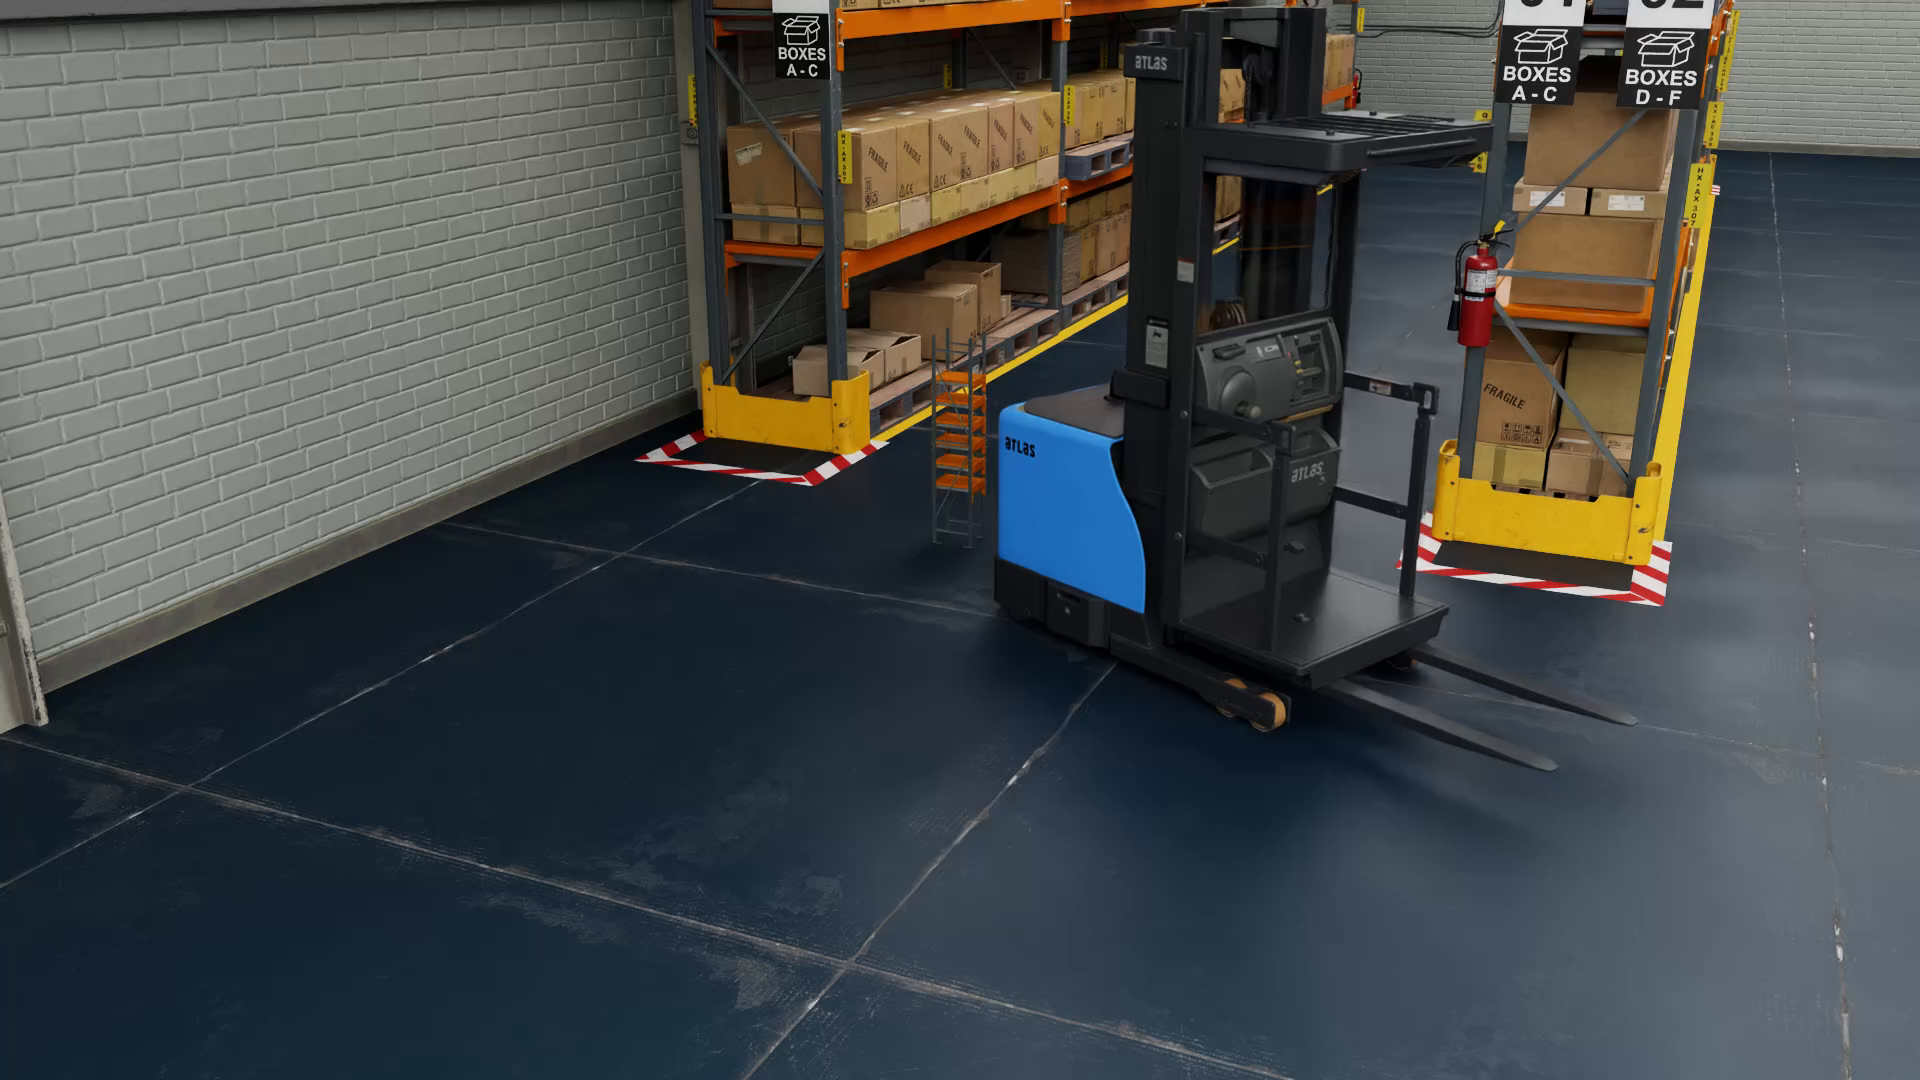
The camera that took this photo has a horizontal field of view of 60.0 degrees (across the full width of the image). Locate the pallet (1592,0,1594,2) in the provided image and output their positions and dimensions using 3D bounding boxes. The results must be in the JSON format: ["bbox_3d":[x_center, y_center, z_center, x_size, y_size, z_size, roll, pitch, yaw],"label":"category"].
[{"bbox_3d":[5.283,-4.223,12.677,0.805,0.209,1.217,8,21,21],"label":"pallet"}]

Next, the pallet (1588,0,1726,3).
[{"bbox_3d":[4.608,-3.736,11.153,1.003,0.211,1.213,9,21,23],"label":"pallet"}]

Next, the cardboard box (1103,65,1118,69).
[{"bbox_3d":[1.867,-4.639,17.232,0.700,0.500,0.500,6,20,16],"label":"cardboard box"}]

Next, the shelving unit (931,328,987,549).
[{"bbox_3d":[-0.006,-0.561,9.255,0.258,1.200,0.189,9,21,23],"label":"shelving unit"}]

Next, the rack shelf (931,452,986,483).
[{"bbox_3d":[-0.006,-0.406,9.310,0.258,0.103,0.180,9,21,23],"label":"rack shelf"}]

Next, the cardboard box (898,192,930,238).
[{"bbox_3d":[-0.536,-2.290,11.624,0.500,0.250,0.500,8,21,21],"label":"cardboard box"}]

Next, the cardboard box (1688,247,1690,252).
[{"bbox_3d":[6.166,-2.511,14.691,0.500,0.311,0.500,8,21,22],"label":"cardboard box"}]

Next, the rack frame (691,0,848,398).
[{"bbox_3d":[-1.225,-2.085,10.854,1.000,3.000,0.127,9,21,23],"label":"rack frame"}]

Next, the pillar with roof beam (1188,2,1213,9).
[{"bbox_3d":[7.114,-8.321,19.438,9.100,9.000,0.400,9,21,23],"label":"pillar with roof beam"}]

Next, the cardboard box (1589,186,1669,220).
[{"bbox_3d":[3.653,-1.849,9.074,0.380,0.149,0.250,8,21,22],"label":"cardboard box"}]

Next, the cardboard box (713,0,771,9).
[{"bbox_3d":[-1.285,-3.717,10.787,0.500,0.500,0.500,10,22,27],"label":"cardboard box"}]

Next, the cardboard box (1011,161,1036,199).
[{"bbox_3d":[0.284,-2.909,13.365,0.500,0.250,0.500,9,21,23],"label":"cardboard box"}]

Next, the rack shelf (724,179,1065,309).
[{"bbox_3d":[-0.406,-2.357,12.693,1.077,0.370,4.000,9,21,23],"label":"rack shelf"}]

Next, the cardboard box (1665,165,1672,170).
[{"bbox_3d":[4.074,-2.165,9.962,0.380,0.149,0.250,8,21,21],"label":"cardboard box"}]

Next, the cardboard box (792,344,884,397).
[{"bbox_3d":[-0.860,-1.224,11.790,0.500,0.311,0.500,6,20,17],"label":"cardboard box"}]

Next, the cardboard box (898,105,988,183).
[{"bbox_3d":[-0.126,-2.948,12.355,0.500,0.500,0.500,9,22,24],"label":"cardboard box"}]

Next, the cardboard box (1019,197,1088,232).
[{"bbox_3d":[0.876,-3.053,15.530,0.500,0.250,0.500,8,21,22],"label":"cardboard box"}]

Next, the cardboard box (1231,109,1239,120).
[{"bbox_3d":[3.015,-4.960,19.285,0.380,0.149,0.250,9,21,23],"label":"cardboard box"}]

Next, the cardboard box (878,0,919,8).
[{"bbox_3d":[-0.608,-3.782,10.970,0.500,0.500,0.500,10,22,26],"label":"cardboard box"}]

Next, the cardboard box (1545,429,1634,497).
[{"bbox_3d":[3.718,-0.442,9.711,0.500,0.250,0.500,9,21,23],"label":"cardboard box"}]

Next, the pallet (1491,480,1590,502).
[{"bbox_3d":[3.571,-0.332,10.086,1.003,0.211,1.213,9,21,23],"label":"pallet"}]

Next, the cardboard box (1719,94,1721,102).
[{"bbox_3d":[9.703,-6.011,21.745,0.500,0.500,0.500,9,21,23],"label":"cardboard box"}]

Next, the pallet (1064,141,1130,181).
[{"bbox_3d":[0.859,-3.431,14.925,1.003,0.211,1.213,9,21,23],"label":"pallet"}]

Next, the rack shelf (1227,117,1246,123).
[{"bbox_3d":[2.870,-4.803,19.570,1.077,0.370,4.000,9,21,23],"label":"rack shelf"}]

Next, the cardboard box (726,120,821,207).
[{"bbox_3d":[-1.226,-2.550,11.237,0.500,0.500,0.500,8,21,22],"label":"cardboard box"}]

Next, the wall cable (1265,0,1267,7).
[{"bbox_3d":[4.988,-7.976,25.902,0.084,1.984,1.851,9,21,23],"label":"wall cable"}]

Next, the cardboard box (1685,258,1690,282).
[{"bbox_3d":[6.579,-2.560,15.666,0.500,0.250,0.500,9,22,24],"label":"cardboard box"}]

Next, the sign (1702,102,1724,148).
[{"bbox_3d":[5.441,-2.998,12.013,0.100,0.325,0.005,9,21,23],"label":"sign"}]

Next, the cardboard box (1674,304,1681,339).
[{"bbox_3d":[5.535,-1.776,13.464,0.500,0.250,0.500,9,22,24],"label":"cardboard box"}]

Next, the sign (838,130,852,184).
[{"bbox_3d":[-0.730,-2.418,10.499,0.100,0.325,0.005,9,21,23],"label":"sign"}]

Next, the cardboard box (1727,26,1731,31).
[{"bbox_3d":[8.870,-5.856,19.816,0.500,0.500,0.500,8,21,21],"label":"cardboard box"}]

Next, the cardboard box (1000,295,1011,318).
[{"bbox_3d":[0.221,-2.012,14.222,0.380,0.166,0.250,6,20,16],"label":"cardboard box"}]

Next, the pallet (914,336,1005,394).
[{"bbox_3d":[-0.328,-1.409,13.116,1.003,0.211,1.213,9,21,23],"label":"pallet"}]

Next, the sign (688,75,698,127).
[{"bbox_3d":[-1.723,-2.861,10.838,0.100,0.325,0.005,9,21,23],"label":"sign"}]

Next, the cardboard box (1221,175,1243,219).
[{"bbox_3d":[2.836,-4.189,19.352,0.750,0.750,0.750,8,21,22],"label":"cardboard box"}]

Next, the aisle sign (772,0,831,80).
[{"bbox_3d":[-0.981,-3.246,10.240,0.394,0.787,0.004,9,21,23],"label":"aisle sign"}]

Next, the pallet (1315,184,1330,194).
[{"bbox_3d":[4.570,-5.035,23.312,1.003,0.211,1.213,9,21,23],"label":"pallet"}]

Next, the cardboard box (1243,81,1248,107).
[{"bbox_3d":[3.116,-5.311,19.302,0.500,0.500,0.500,9,22,24],"label":"cardboard box"}]

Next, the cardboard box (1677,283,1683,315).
[{"bbox_3d":[5.330,-1.887,12.939,0.500,0.311,0.500,9,21,23],"label":"cardboard box"}]

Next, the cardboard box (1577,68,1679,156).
[{"bbox_3d":[4.141,-2.690,10.472,0.700,0.500,0.500,9,21,23],"label":"cardboard box"}]

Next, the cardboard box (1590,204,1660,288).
[{"bbox_3d":[3.709,-1.755,9.778,0.700,0.500,0.500,9,22,24],"label":"cardboard box"}]

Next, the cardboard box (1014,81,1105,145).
[{"bbox_3d":[0.888,-3.882,15.103,0.700,0.500,0.500,11,22,28],"label":"cardboard box"}]

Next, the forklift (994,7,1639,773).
[{"bbox_3d":[1.514,-0.747,7.196,1.130,2.935,3.031,-16,25,-38],"label":"forklift"}]

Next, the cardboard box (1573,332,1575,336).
[{"bbox_3d":[4.114,-1.103,10.451,0.500,0.500,0.500,9,21,23],"label":"cardboard box"}]

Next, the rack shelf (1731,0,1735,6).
[{"bbox_3d":[9.029,-6.760,20.598,1.077,0.370,4.000,9,21,23],"label":"rack shelf"}]

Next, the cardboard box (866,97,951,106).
[{"bbox_3d":[-0.395,-3.175,12.995,0.500,0.500,0.500,9,22,24],"label":"cardboard box"}]

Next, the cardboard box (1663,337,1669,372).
[{"bbox_3d":[4.943,-1.359,12.291,0.500,0.250,0.500,9,21,23],"label":"cardboard box"}]

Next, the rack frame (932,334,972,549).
[{"bbox_3d":[-0.043,-0.533,9.177,0.240,1.200,0.006,9,21,23],"label":"rack frame"}]

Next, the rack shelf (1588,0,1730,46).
[{"bbox_3d":[5.753,-4.314,13.721,1.077,0.370,4.000,9,21,23],"label":"rack shelf"}]

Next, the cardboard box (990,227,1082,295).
[{"bbox_3d":[0.699,-2.564,15.276,0.700,0.500,0.500,9,22,25],"label":"cardboard box"}]

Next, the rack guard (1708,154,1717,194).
[{"bbox_3d":[9.816,-5.096,23.052,1.175,0.500,0.348,9,21,23],"label":"rack guard"}]

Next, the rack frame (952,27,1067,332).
[{"bbox_3d":[0.413,-3.307,14.292,1.000,3.000,0.127,9,21,23],"label":"rack frame"}]

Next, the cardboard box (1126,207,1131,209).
[{"bbox_3d":[1.487,-3.191,17.038,0.700,0.500,0.500,9,21,23],"label":"cardboard box"}]
